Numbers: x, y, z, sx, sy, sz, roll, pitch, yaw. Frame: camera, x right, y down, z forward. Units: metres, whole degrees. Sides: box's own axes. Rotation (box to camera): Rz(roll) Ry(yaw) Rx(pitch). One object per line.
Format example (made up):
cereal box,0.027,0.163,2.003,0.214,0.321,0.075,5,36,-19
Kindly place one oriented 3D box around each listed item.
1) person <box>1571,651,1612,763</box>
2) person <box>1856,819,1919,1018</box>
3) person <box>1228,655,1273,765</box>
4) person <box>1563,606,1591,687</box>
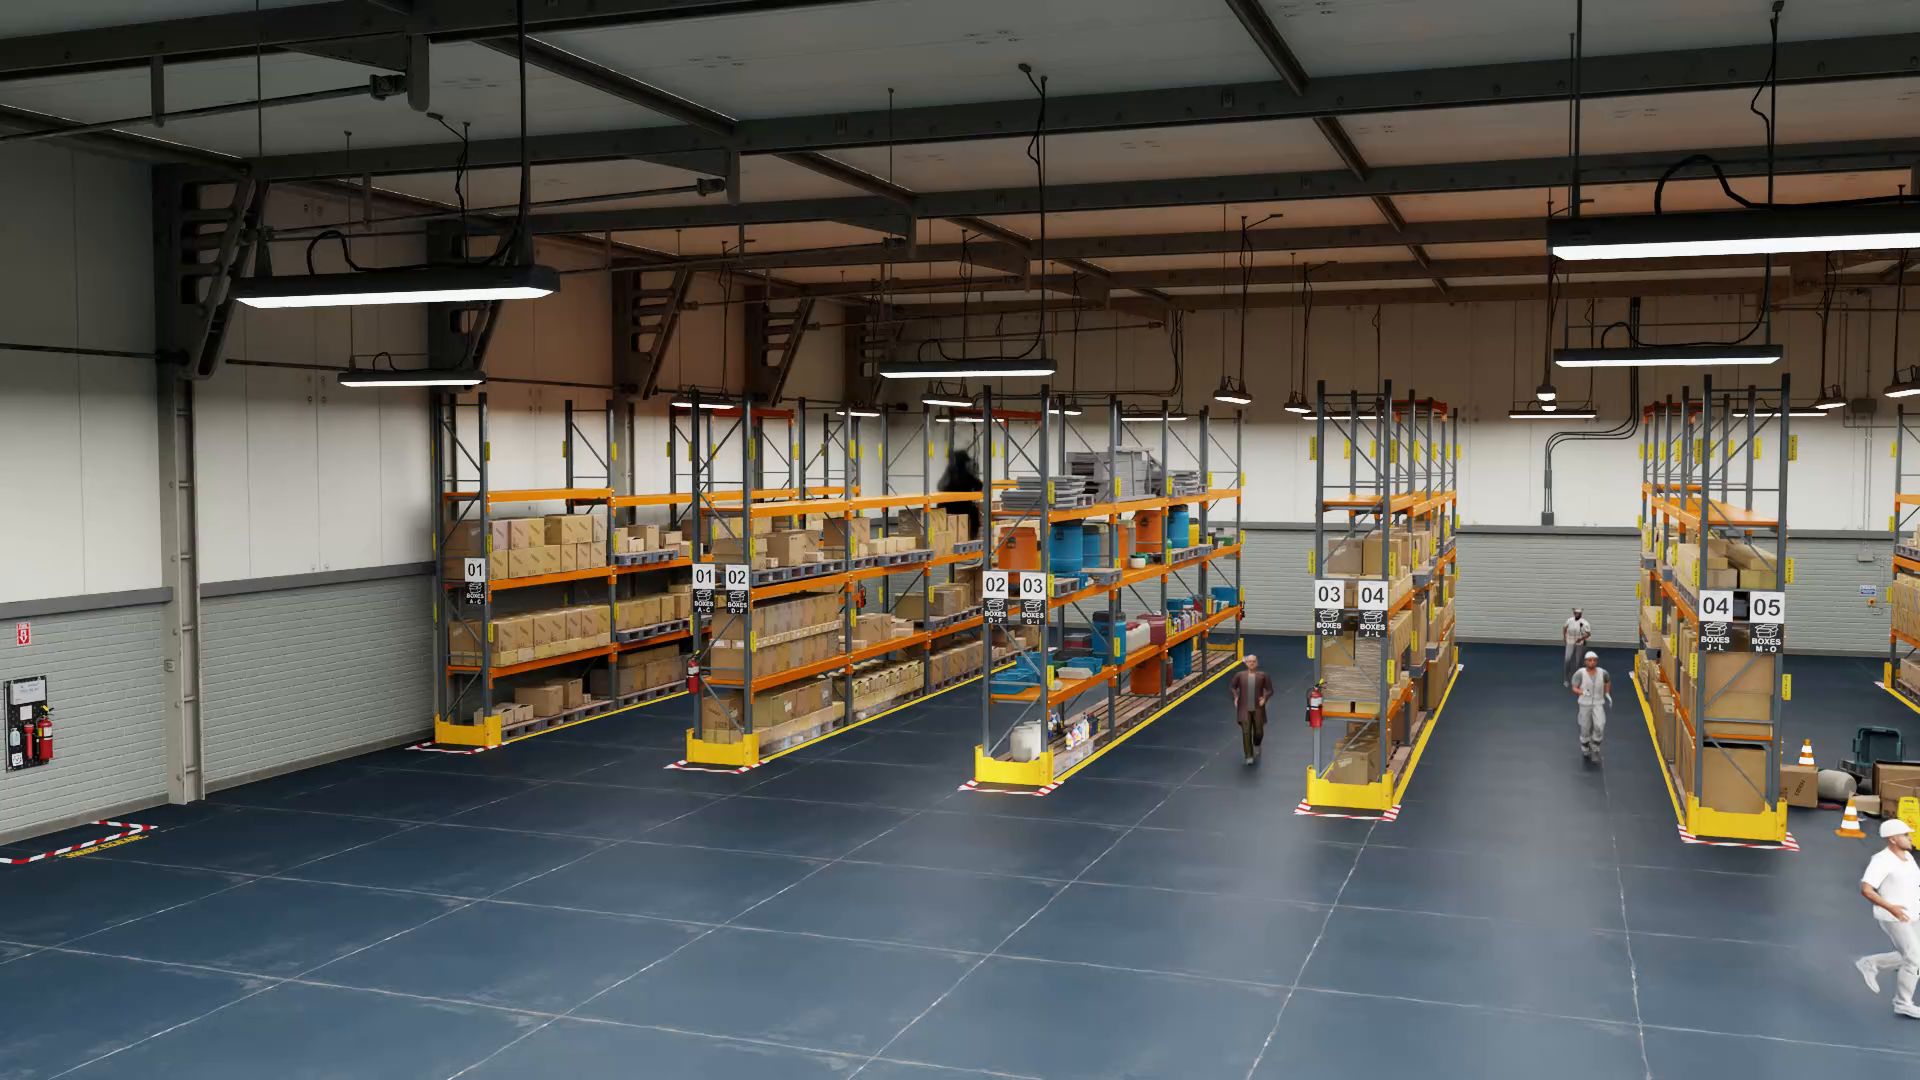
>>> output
person,10.175,2.685,26.768,0.643,1.796,0.805,1,3,14
person,8.334,3.349,14.847,0.704,1.723,0.696,-2,4,-37
person,4.669,2.712,26.719,0.713,1.730,0.754,1,3,10
person,13.210,2.276,35.650,0.581,1.732,0.783,2,3,27
